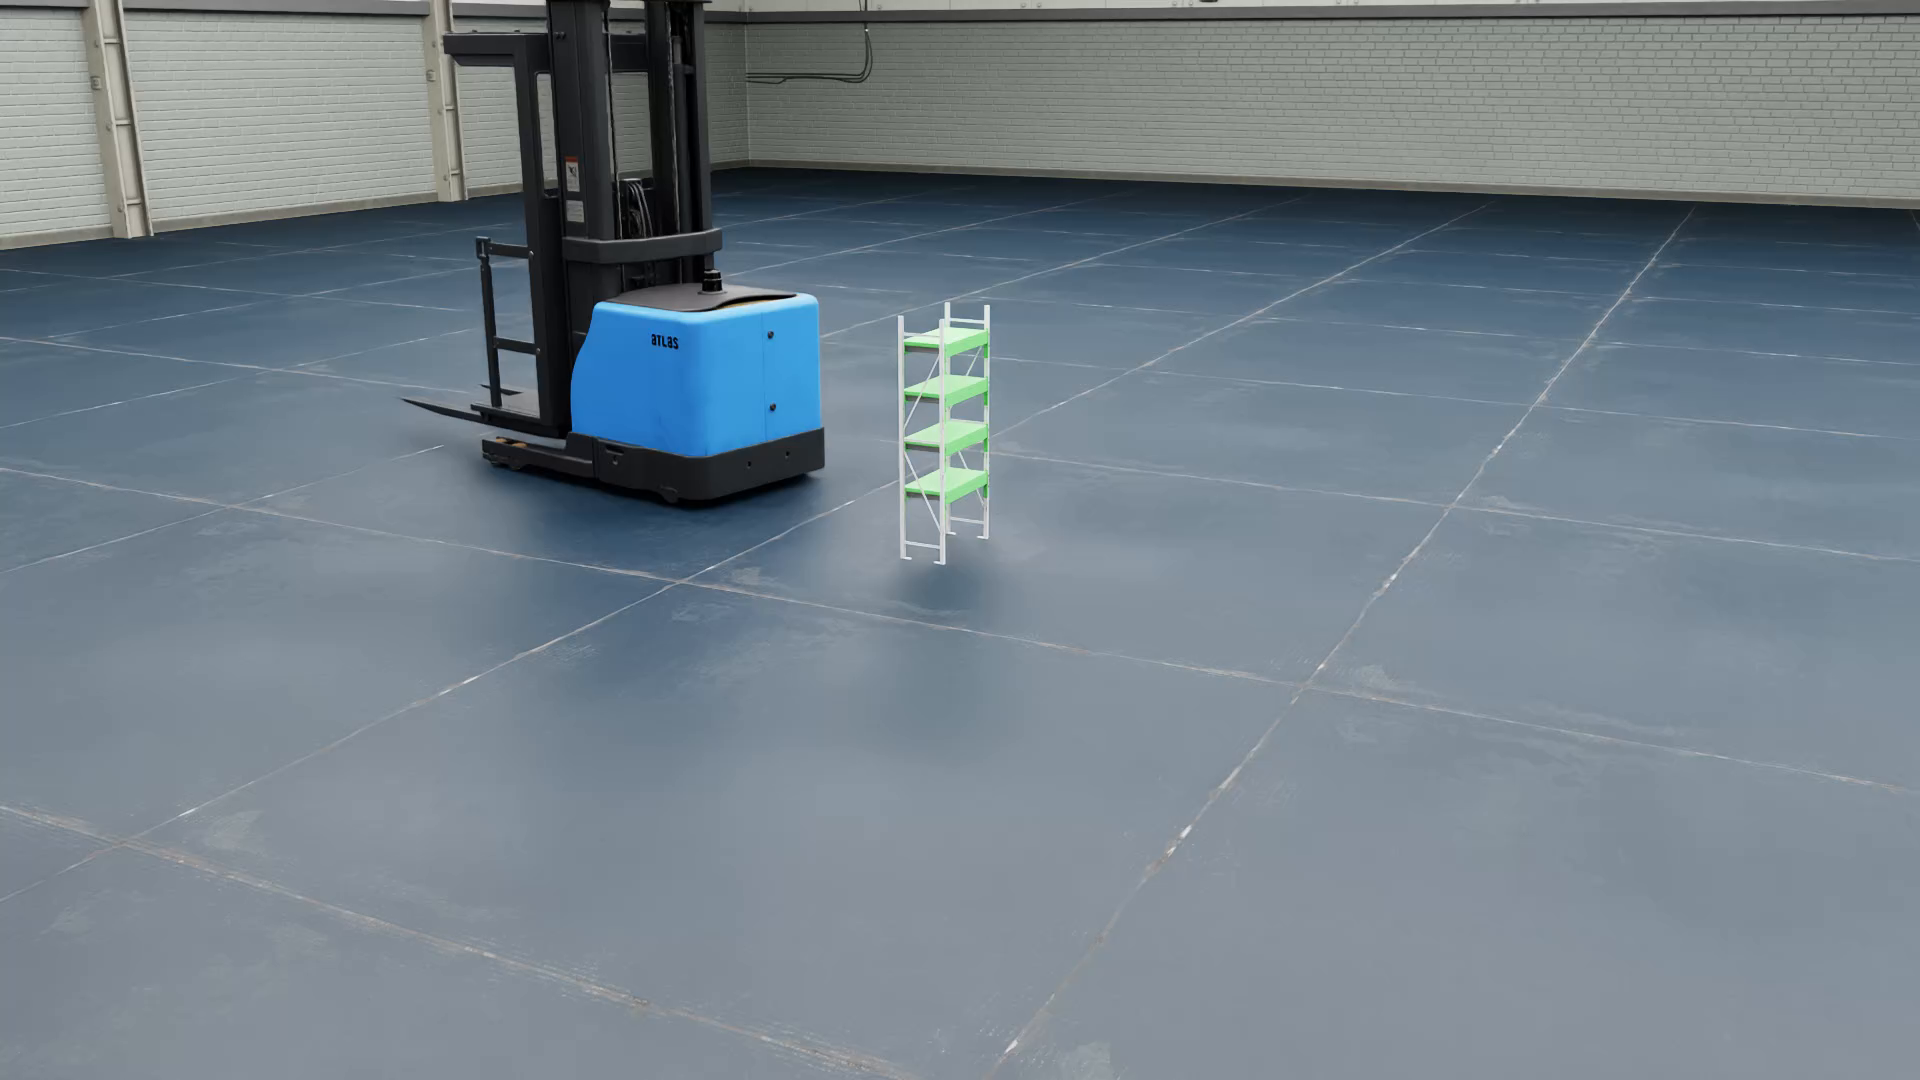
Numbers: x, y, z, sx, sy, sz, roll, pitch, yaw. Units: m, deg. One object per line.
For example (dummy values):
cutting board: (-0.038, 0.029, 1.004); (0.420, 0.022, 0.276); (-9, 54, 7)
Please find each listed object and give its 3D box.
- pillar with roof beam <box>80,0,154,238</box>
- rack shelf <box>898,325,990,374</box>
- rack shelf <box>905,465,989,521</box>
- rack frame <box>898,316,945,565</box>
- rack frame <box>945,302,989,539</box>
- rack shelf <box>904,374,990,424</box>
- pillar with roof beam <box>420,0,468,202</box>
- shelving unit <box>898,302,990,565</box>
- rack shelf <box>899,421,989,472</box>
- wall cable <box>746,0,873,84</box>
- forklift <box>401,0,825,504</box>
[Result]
pillar with roof beam: (-7.151, -7.807, 19.006); (9.100, 9.000, 0.400); (8, 18, 25)
rack shelf: (-0.074, -0.932, 8.093); (0.258, 0.148, 0.480); (8, 18, 25)
rack shelf: (-0.074, -0.242, 8.298); (0.258, 0.148, 0.480); (8, 18, 25)
rack frame: (-0.183, -0.471, 8.002); (0.240, 1.200, 0.015); (8, 18, 25)
rack frame: (0.035, -0.595, 8.421); (0.240, 1.200, 0.015); (8, 18, 25)
rack shelf: (-0.074, -0.702, 8.161); (0.258, 0.148, 0.480); (8, 18, 25)
pillar with roof beam: (-4.470, -9.336, 24.151); (9.100, 9.000, 0.400); (8, 18, 25)
shelving unit: (-0.074, -0.533, 8.212); (0.258, 1.200, 0.503); (8, 18, 25)
rack shelf: (-0.074, -0.472, 8.230); (0.258, 0.148, 0.480); (8, 18, 25)
wall cable: (-3.141, -10.505, 33.543); (3.097, 2.526, 0.112); (8, 18, 25)
forklift: (-2.257, -1.922, 9.849); (3.031, 2.935, 1.130); (13, 21, 37)
